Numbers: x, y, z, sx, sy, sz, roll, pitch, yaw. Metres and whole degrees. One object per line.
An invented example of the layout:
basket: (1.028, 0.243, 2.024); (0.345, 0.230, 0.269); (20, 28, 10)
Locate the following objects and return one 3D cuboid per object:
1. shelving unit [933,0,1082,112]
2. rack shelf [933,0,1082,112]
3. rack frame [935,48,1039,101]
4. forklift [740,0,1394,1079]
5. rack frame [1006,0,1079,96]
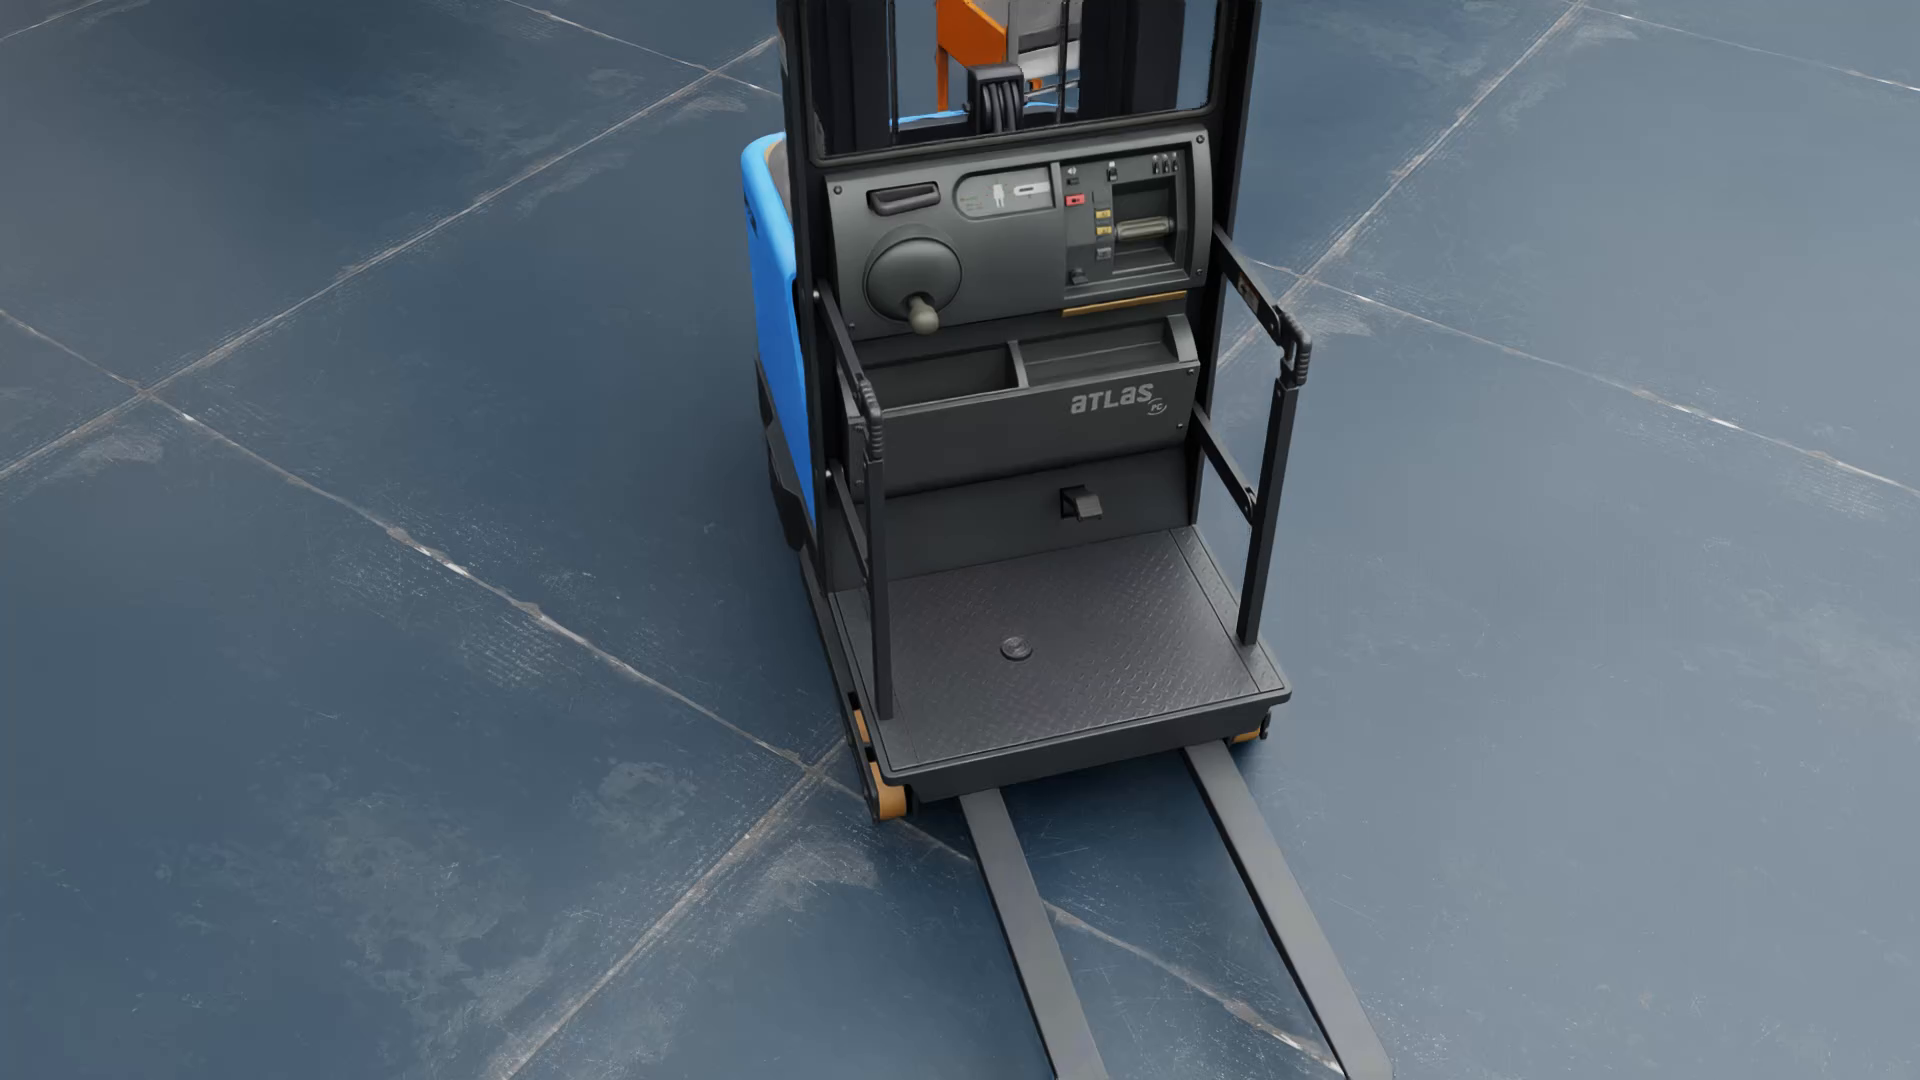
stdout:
shelving unit: (0.210, -1.589, 5.451); (0.431, 2.100, 0.503); (-19, 45, -20)
rack shelf: (0.210, -1.579, 5.460); (0.431, 0.518, 0.480); (-19, 45, -20)
rack frame: (0.099, -1.733, 5.613); (0.400, 2.100, 0.015); (-19, 45, -20)
forklift: (0.212, -0.645, 3.772); (1.130, 2.935, 3.031); (-11, 43, -12)
rack frame: (0.322, -1.444, 5.289); (0.400, 2.100, 0.015); (-19, 45, -20)
